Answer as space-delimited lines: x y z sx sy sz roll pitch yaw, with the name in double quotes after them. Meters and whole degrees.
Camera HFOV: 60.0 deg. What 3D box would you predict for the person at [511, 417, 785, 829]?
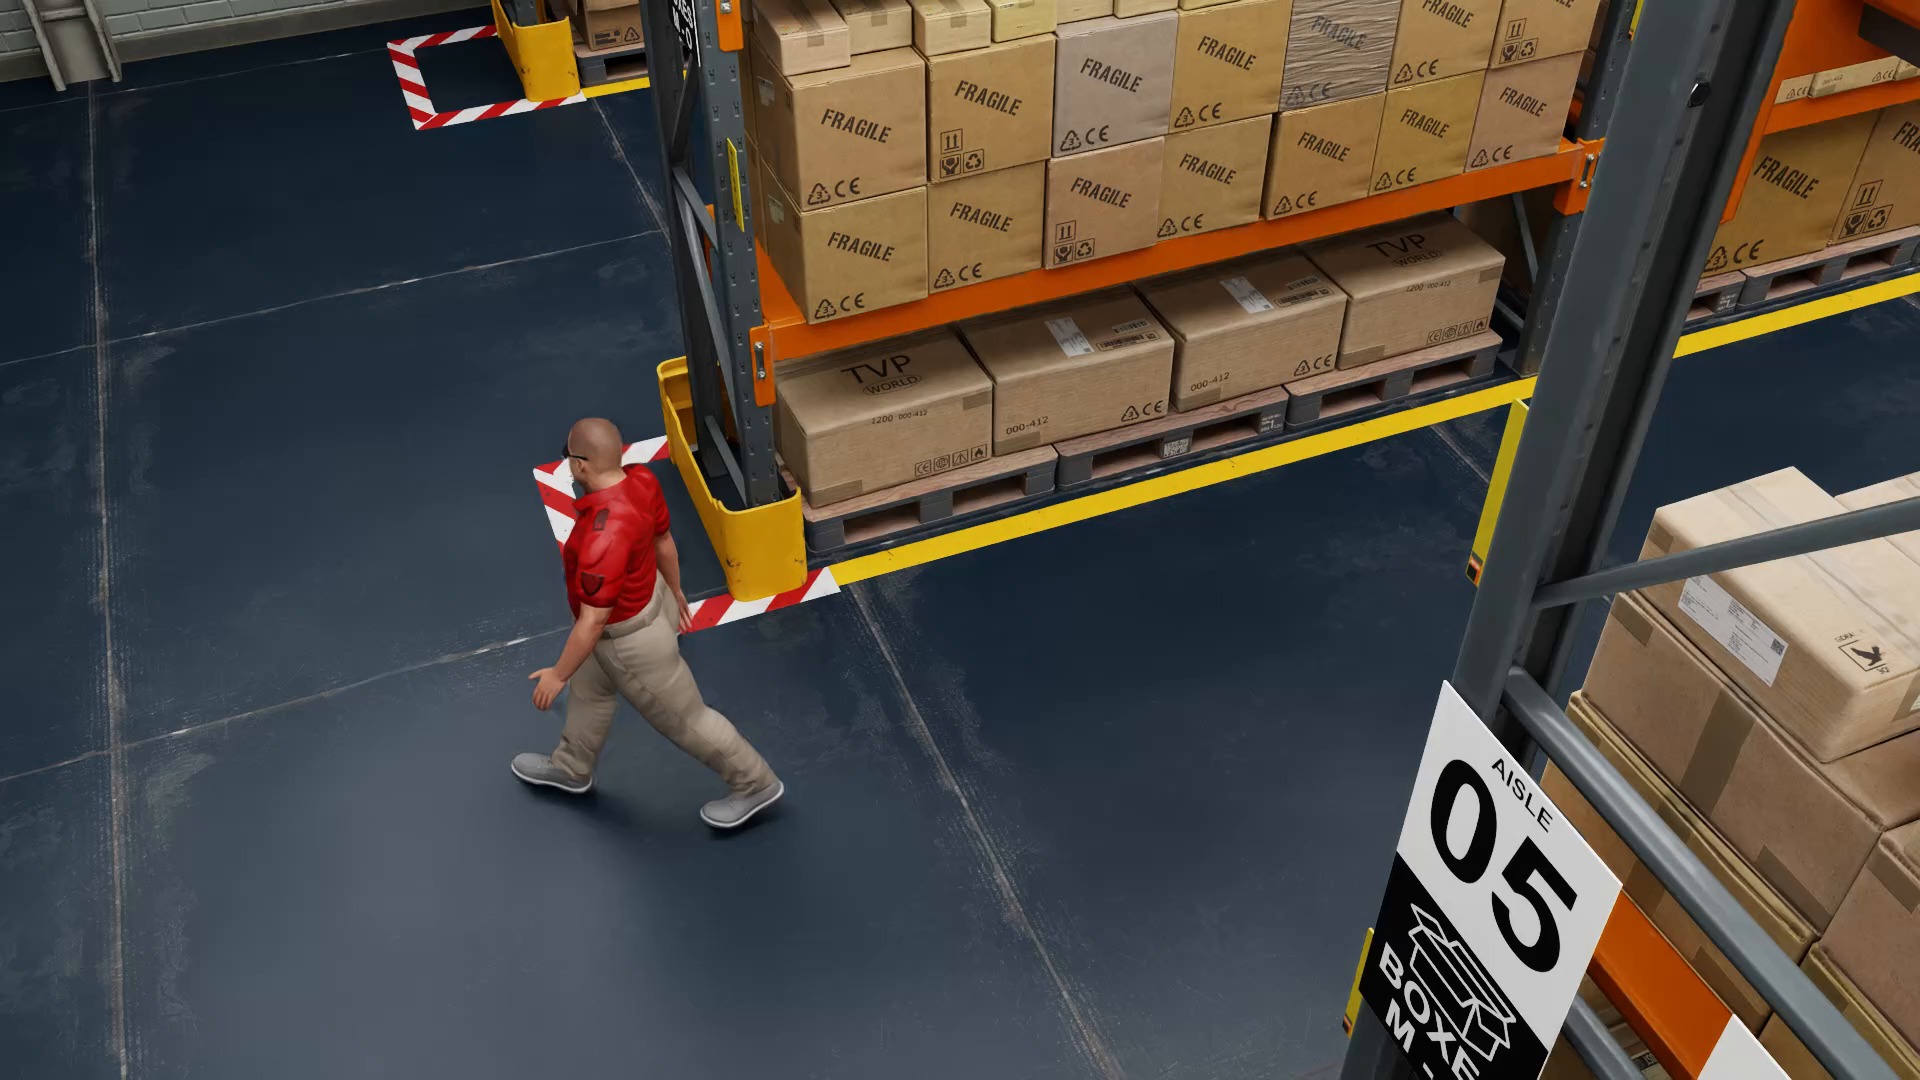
-1.192 0.321 5.820 1.056 1.661 0.620 -2 42 -3 "person"
